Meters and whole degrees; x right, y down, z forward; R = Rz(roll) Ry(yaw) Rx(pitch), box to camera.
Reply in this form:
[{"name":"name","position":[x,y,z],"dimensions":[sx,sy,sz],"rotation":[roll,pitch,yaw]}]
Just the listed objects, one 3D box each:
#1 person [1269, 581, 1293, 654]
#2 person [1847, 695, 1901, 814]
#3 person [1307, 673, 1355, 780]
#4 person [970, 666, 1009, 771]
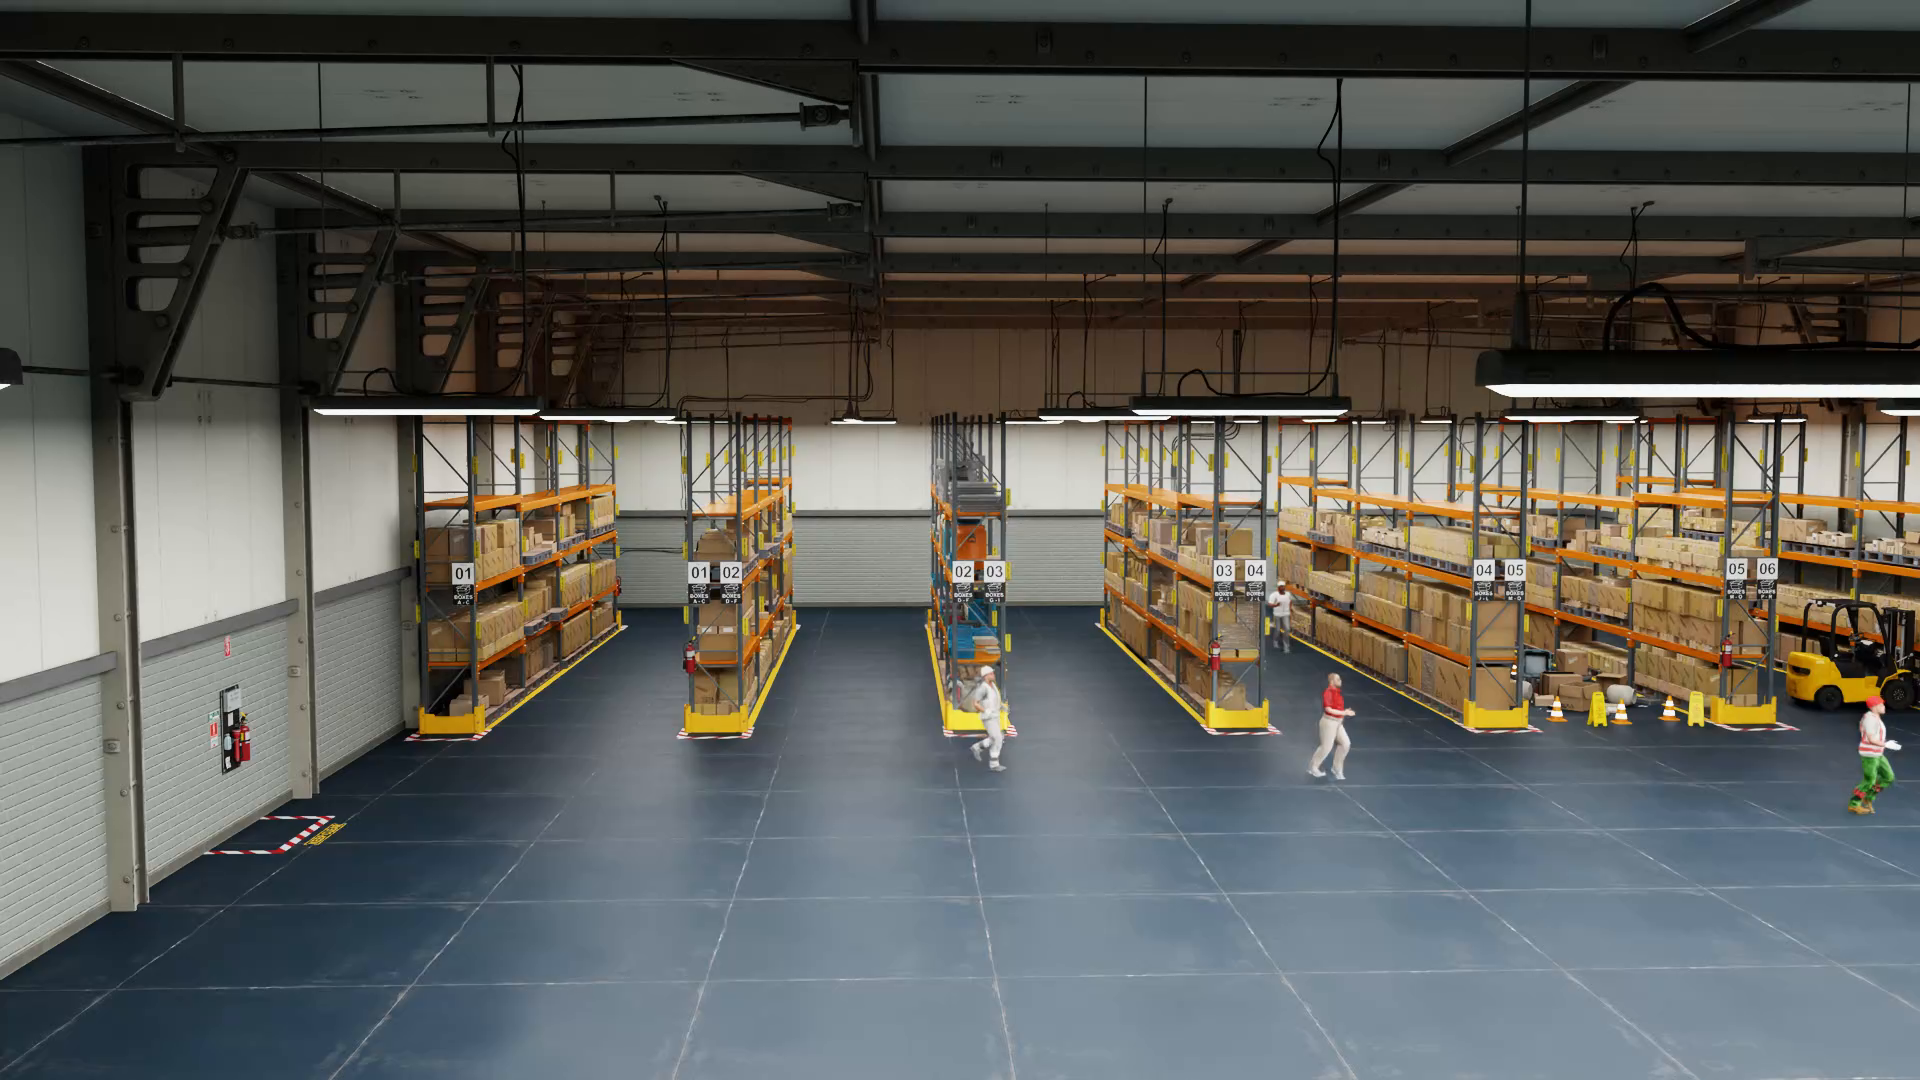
[{"name":"person","position":[8.185,1.943,42.337],"dimensions":[0.682,1.810,0.815],"rotation":[0,4,-6]},{"name":"person","position":[13.484,3.174,24.487],"dimensions":[0.673,1.785,0.686],"rotation":[3,5,37]},{"name":"person","position":[6.040,3.055,26.977],"dimensions":[0.769,1.815,0.679],"rotation":[2,4,29]},{"name":"person","position":[0.457,2.967,27.700],"dimensions":[0.708,1.742,0.659],"rotation":[2,4,25]}]
